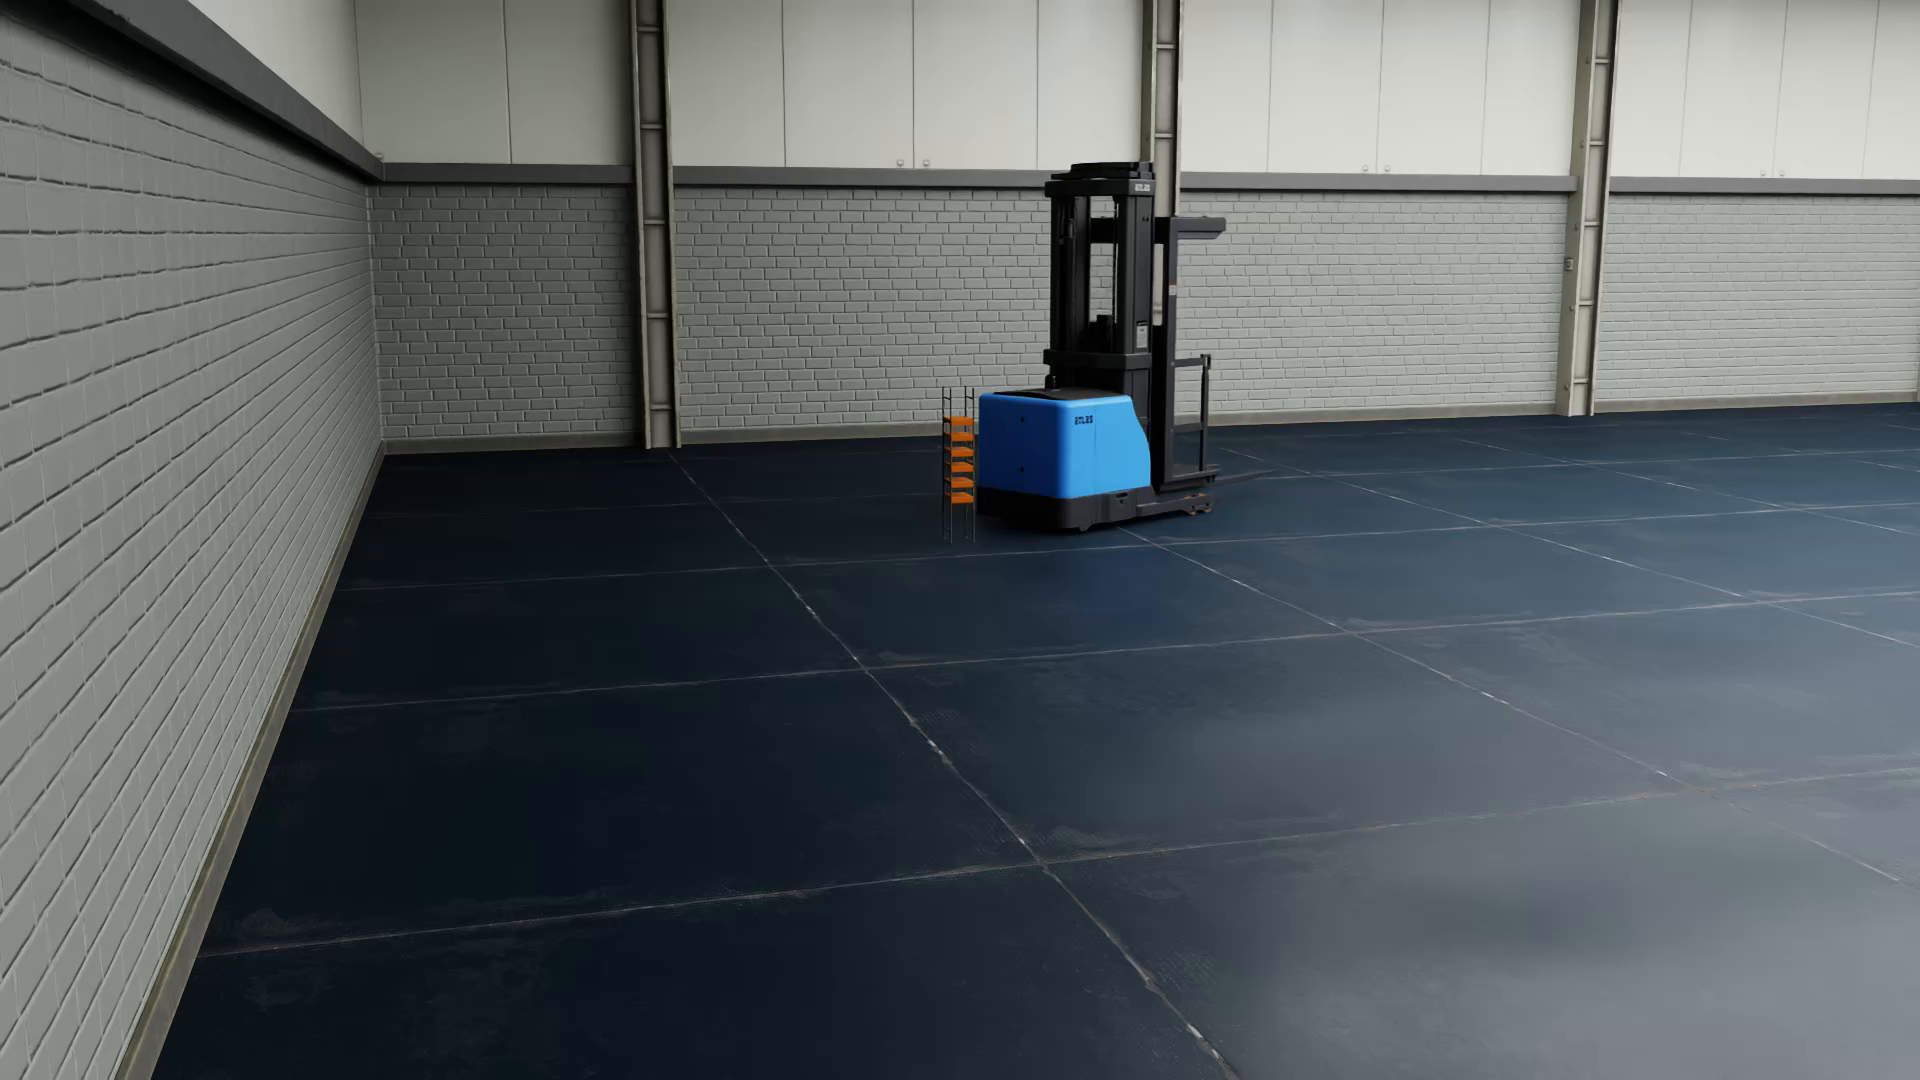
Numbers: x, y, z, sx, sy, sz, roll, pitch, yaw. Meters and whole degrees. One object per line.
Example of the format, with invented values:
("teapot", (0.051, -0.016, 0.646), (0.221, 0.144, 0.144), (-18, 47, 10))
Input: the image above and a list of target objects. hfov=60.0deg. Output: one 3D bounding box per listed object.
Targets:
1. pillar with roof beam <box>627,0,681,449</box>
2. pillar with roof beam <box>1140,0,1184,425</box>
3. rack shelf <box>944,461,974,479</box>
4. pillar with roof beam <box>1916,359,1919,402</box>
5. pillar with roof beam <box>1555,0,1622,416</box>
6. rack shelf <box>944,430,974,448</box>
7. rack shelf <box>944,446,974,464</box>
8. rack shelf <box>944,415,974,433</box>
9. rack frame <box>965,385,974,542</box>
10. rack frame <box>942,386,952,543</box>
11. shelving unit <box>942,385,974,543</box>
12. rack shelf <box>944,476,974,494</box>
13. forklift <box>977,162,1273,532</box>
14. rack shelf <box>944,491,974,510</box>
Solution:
("pillar with roof beam", (-2.166, -4.735, 13.910), (0.400, 9.000, 9.100), (-3, 11, -16))
("pillar with roof beam", (3.595, -5.038, 15.560), (0.400, 9.000, 9.100), (-3, 11, -16))
("rack shelf", (-0.014, -0.546, 12.942), (0.180, 0.103, 0.258), (-3, 11, -16))
("pillar with roof beam", (15.117, -5.646, 18.858), (0.400, 9.000, 9.100), (-3, 11, -16))
("pillar with roof beam", (9.356, -5.342, 17.209), (0.400, 9.000, 9.100), (-3, 11, -16))
("rack shelf", (-0.014, -0.782, 12.898), (0.180, 0.103, 0.258), (-3, 11, -16))
("rack shelf", (-0.014, -0.664, 12.920), (0.180, 0.103, 0.258), (-3, 11, -16))
("rack shelf", (-0.014, -0.900, 12.877), (0.180, 0.103, 0.258), (-3, 11, -16))
("rack frame", (0.074, -0.594, 12.959), (0.006, 1.200, 0.240), (-3, 11, -16))
("rack frame", (-0.102, -0.585, 12.909), (0.006, 1.200, 0.240), (-3, 11, -16))
("shelving unit", (-0.014, -0.589, 12.934), (0.189, 1.200, 0.258), (-3, 11, -16))
("rack shelf", (-0.014, -0.428, 12.964), (0.180, 0.103, 0.258), (-3, 11, -16))
("forklift", (1.552, -1.710, 14.241), (3.031, 2.935, 1.130), (-10, 14, -43))
("rack shelf", (-0.014, -0.310, 12.985), (0.180, 0.103, 0.258), (-3, 11, -16))
